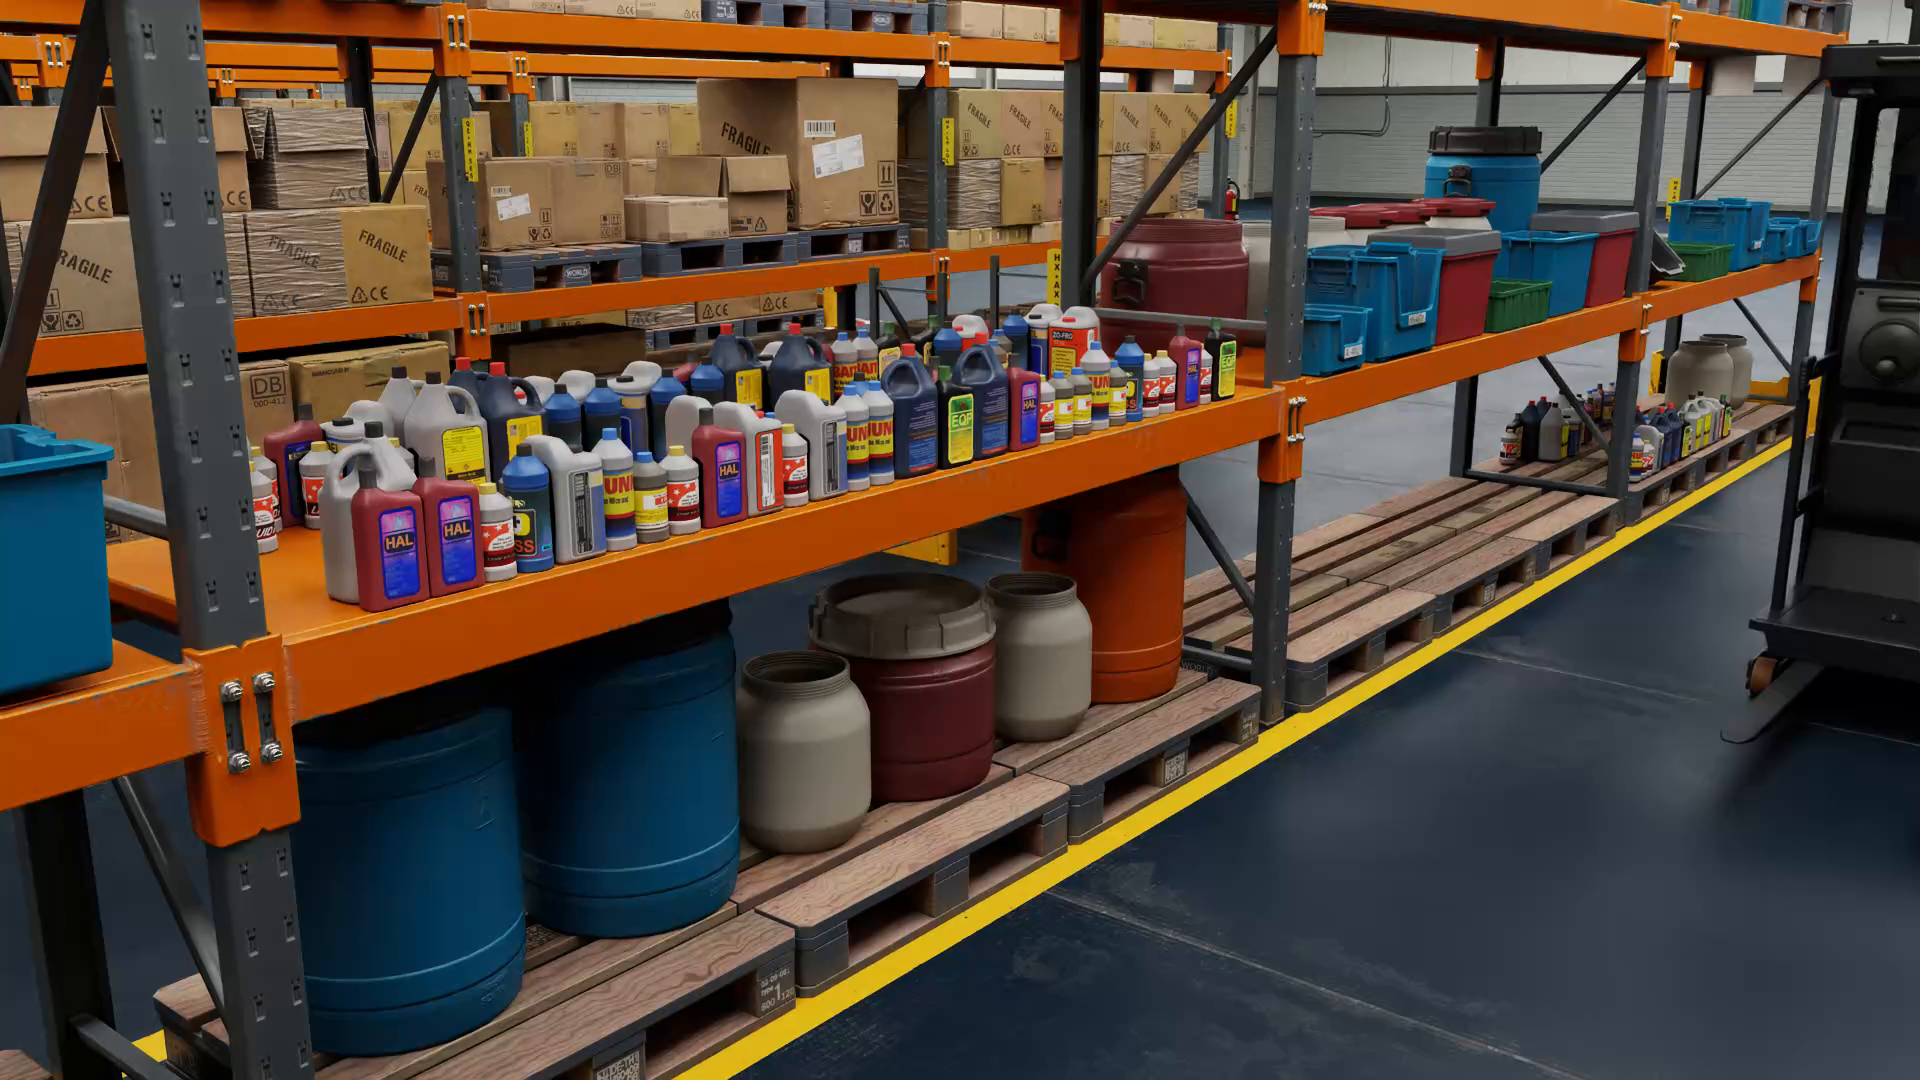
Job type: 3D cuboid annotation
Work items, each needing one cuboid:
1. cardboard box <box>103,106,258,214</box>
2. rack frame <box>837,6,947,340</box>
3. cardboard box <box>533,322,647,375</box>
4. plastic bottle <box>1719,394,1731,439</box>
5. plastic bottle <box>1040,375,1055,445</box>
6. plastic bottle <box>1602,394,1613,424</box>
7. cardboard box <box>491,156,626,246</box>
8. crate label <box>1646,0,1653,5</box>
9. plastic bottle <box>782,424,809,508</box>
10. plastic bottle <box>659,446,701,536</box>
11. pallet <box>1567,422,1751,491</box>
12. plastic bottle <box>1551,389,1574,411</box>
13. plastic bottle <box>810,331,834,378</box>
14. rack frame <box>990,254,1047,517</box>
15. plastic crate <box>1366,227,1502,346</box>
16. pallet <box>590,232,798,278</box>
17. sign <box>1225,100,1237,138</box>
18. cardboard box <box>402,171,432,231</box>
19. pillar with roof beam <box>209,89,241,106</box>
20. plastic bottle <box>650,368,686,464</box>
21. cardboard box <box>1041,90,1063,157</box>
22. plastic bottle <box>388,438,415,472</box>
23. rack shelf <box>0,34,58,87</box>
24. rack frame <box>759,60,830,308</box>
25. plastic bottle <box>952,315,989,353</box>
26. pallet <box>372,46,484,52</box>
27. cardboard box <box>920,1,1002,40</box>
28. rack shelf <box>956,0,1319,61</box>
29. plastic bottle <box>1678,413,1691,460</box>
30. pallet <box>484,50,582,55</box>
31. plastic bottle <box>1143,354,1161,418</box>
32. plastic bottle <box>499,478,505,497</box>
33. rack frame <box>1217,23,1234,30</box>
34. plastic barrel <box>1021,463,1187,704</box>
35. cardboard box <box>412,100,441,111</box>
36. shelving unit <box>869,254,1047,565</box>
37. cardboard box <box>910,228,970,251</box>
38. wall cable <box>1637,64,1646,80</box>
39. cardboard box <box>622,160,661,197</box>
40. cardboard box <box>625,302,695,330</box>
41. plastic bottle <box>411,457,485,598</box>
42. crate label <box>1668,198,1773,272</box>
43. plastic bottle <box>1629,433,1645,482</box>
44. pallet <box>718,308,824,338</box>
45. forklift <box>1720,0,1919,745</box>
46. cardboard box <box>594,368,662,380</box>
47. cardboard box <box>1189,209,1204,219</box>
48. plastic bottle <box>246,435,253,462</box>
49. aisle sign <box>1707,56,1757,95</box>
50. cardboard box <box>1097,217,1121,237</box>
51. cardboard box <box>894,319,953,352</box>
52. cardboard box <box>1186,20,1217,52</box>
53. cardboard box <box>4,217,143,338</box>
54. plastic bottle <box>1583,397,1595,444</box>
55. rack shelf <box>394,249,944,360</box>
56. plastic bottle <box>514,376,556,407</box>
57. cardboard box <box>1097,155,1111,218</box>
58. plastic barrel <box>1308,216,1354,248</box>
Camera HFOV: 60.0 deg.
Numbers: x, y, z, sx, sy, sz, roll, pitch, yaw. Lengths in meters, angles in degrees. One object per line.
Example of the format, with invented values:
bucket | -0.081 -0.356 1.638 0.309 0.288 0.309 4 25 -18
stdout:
cardboard box | -3.917 -1.866 8.136 0.797 0.503 0.637 12 18 39
rack frame | -0.519 -2.359 12.318 1.000 3.000 0.127 11 18 38
cardboard box | -2.310 -1.194 10.393 0.500 0.250 0.500 -14 20 -43
plastic bottle | 4.975 -0.811 10.846 0.061 0.283 0.133 12 18 39
plastic bottle | 0.237 -0.393 4.981 0.097 0.201 0.097 0 14 0
plastic bottle | 4.400 -0.897 11.351 0.097 0.201 0.097 0 14 0
cardboard box | -2.452 -2.077 10.152 0.500 0.500 0.700 -13 19 -41
crate label | 4.414 -3.433 10.755 0.502 0.251 0.408 11 18 38
plastic bottle | -0.432 -0.189 4.180 0.097 0.201 0.097 0 14 0
plastic bottle | -0.661 -0.119 3.904 0.097 0.201 0.097 0 14 0
pallet | 4.554 -0.598 11.049 1.003 0.211 1.213 11 18 38
plastic bottle | 3.837 -0.789 10.622 0.144 0.351 0.185 11 18 37
plastic bottle | -0.466 -0.523 5.327 0.061 0.283 0.133 11 18 38
rack frame | 0.373 -0.841 9.386 0.500 1.500 0.032 11 18 38
plastic crate | 2.073 -1.120 7.309 0.402 0.464 0.583 11 18 38
pallet | -1.821 -1.886 10.843 1.003 0.211 1.213 11 18 38
sign | 2.414 -3.750 14.799 0.100 0.325 0.005 11 18 38
cardboard box | -4.751 -2.957 14.466 0.500 0.500 0.500 11 18 37
pillar with roof beam | -7.367 -7.674 21.054 9.100 9.000 0.400 11 18 38
plastic bottle | -0.813 -0.345 4.650 0.097 0.271 0.097 0 14 0
cardboard box | 0.589 -3.275 13.085 0.500 0.500 0.500 11 18 38
plastic bottle | -1.360 -0.144 4.002 0.097 0.201 0.097 0 14 0
rack shelf | -8.085 -3.102 10.611 1.077 0.370 4.000 11 18 38
rack frame | -1.800 -3.912 18.431 1.000 3.000 0.127 11 18 38
plastic bottle | 0.005 -0.645 5.822 0.152 0.276 0.135 11 18 38
pallet | -4.851 -4.324 14.348 0.805 0.209 1.217 10 18 35
cardboard box | -0.037 -3.787 12.150 0.500 0.250 0.500 10 18 35
rack shelf | -0.438 -1.549 4.497 1.077 0.370 4.000 11 18 38
plastic bottle | 4.418 -0.641 10.178 0.061 0.283 0.133 12 19 40
pallet | -3.791 -4.712 15.667 1.003 0.211 1.213 11 18 38
plastic bottle | 0.604 -0.505 5.422 0.097 0.201 0.097 0 14 0
plastic bottle | -0.986 -0.080 3.749 0.097 0.201 0.097 0 14 0
rack frame | 1.995 -6.033 14.595 1.000 3.000 0.127 11 18 38
plastic barrel | 0.525 0.118 6.122 0.600 0.830 0.708 11 18 38
cardboard box | -6.429 -4.995 19.856 0.700 0.500 0.500 11 18 37
shelving unit | 0.048 -0.742 8.996 0.587 1.500 1.083 11 18 38
cardboard box | -0.150 -2.232 12.328 0.380 0.149 0.250 11 18 38
wall cable | 18.394 -14.621 41.494 2.305 6.003 0.169 11 18 38
cardboard box | -3.332 -3.485 16.446 0.875 0.550 0.550 11 18 38
cardboard box | -3.300 -2.603 16.739 0.875 0.875 0.875 11 18 38
plastic bottle | -1.049 -0.034 3.401 0.061 0.283 0.133 11 18 38
crate label | 4.901 -1.982 10.759 0.502 0.435 0.616 11 18 38
plastic bottle | 3.874 -0.477 9.556 0.097 0.271 0.097 0 14 0
pallet | -2.241 -2.395 18.124 1.003 0.211 1.213 11 18 38
forklift | 3.783 -0.770 6.202 1.130 2.935 3.031 12 18 38
cardboard box | -2.289 -0.835 10.499 0.700 0.500 0.500 9 17 33
cardboard box | 1.976 -2.917 15.024 0.380 0.149 0.250 11 18 38
plastic bottle | -1.699 -0.126 3.779 0.152 0.276 0.135 11 18 38
aisle sign | 5.665 -3.678 12.229 0.394 0.787 0.004 11 18 38
cardboard box | 1.115 -2.613 13.829 0.380 0.149 0.250 11 18 38
cardboard box | -0.237 -1.422 12.851 0.500 0.500 0.500 11 18 36
cardboard box | 1.889 -4.375 14.464 0.500 0.250 0.500 12 18 39
cardboard box | -4.113 -1.217 7.618 0.500 0.500 0.500 12 18 39
plastic bottle | 4.026 -0.770 10.686 0.061 0.283 0.133 11 18 38
rack shelf | -1.776 -1.628 10.899 1.077 0.370 4.000 11 18 38
plastic bottle | -1.152 -0.293 4.435 0.152 0.276 0.135 11 18 38
cardboard box | 0.736 -2.919 13.716 0.875 0.500 0.500 11 18 38
plastic barrel | 1.564 -1.192 7.495 0.421 0.512 0.421 0 14 0
